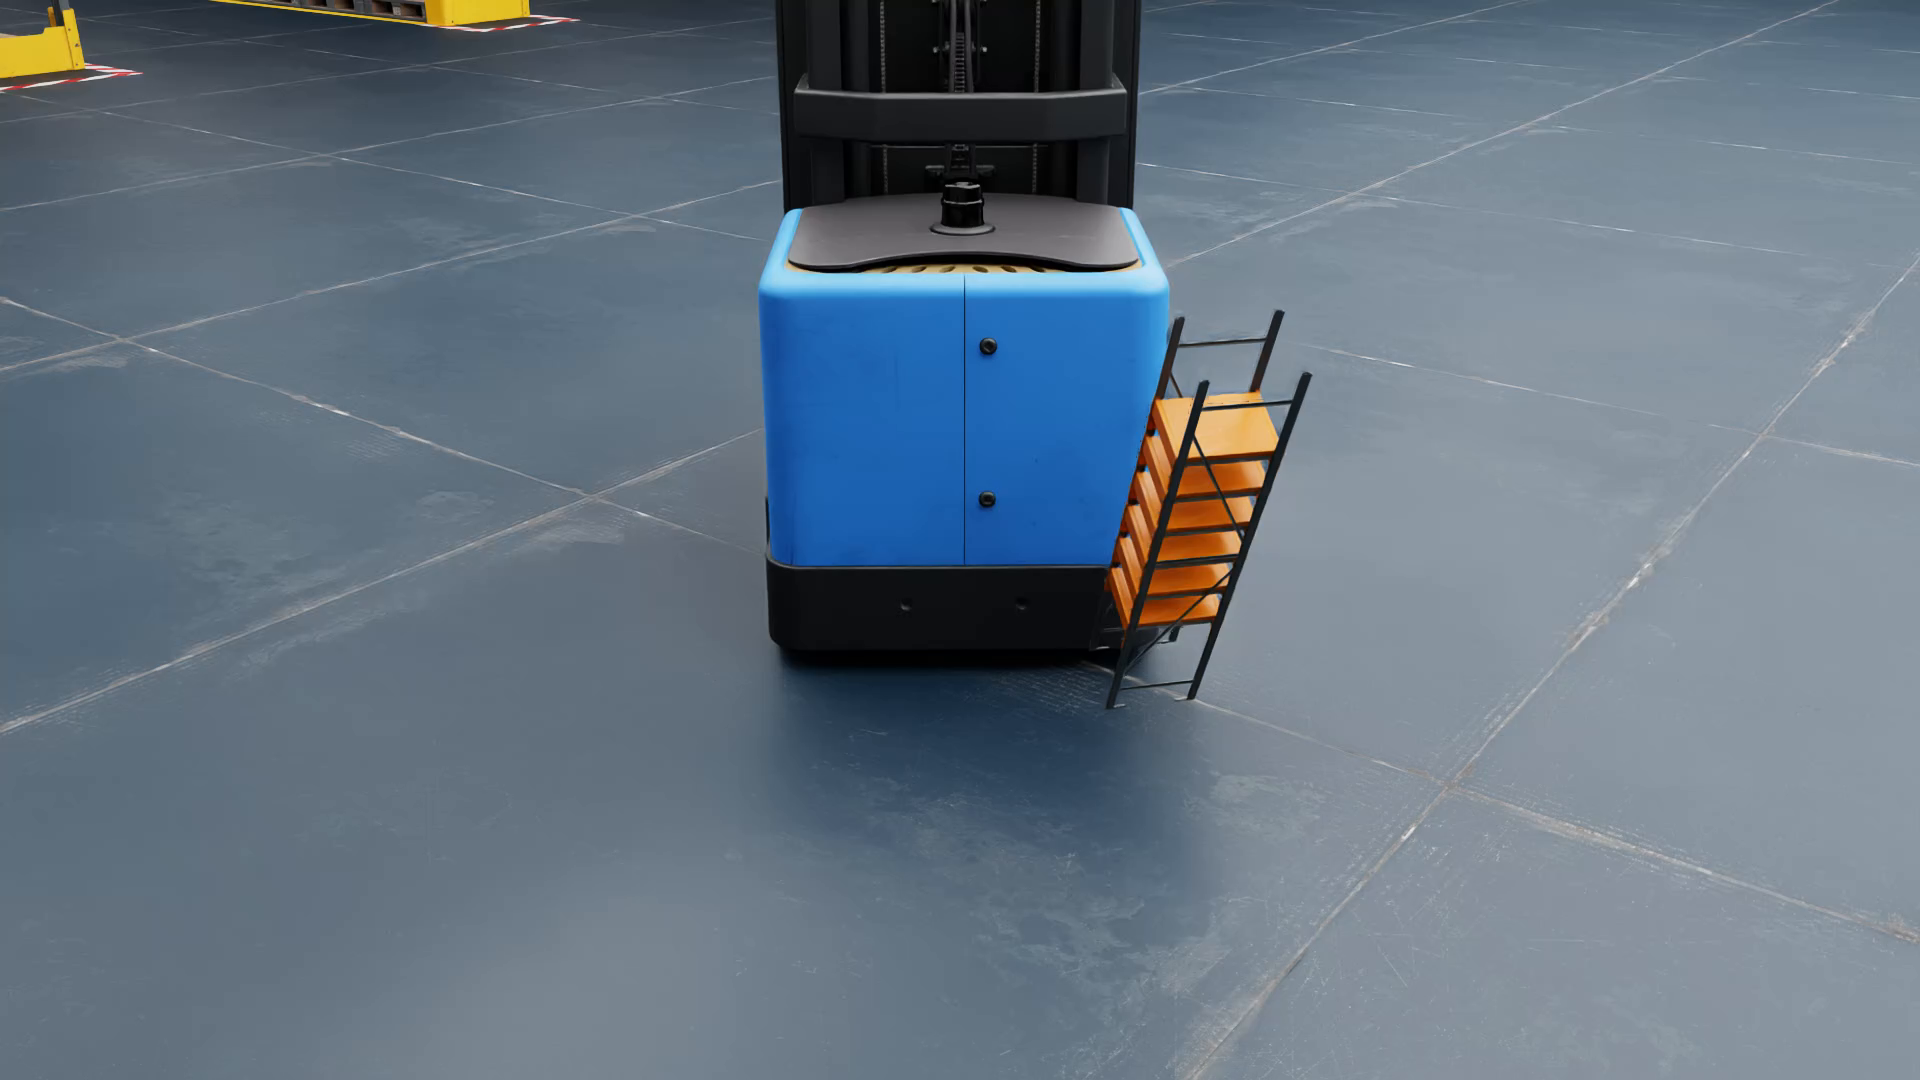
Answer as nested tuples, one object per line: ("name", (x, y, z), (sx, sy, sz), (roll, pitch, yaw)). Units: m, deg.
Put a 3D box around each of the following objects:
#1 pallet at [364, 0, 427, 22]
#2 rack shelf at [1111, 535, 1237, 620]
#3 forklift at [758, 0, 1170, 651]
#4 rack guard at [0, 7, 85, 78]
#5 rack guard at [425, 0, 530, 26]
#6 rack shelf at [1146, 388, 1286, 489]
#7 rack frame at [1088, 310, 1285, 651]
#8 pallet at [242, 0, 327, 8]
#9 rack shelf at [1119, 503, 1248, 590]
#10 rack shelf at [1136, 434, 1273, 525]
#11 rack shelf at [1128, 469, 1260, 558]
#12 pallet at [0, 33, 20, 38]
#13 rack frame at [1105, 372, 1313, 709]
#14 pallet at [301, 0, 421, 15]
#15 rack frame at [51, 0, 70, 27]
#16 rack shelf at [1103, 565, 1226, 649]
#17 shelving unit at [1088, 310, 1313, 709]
("pallet", (-5.850, -5.956, 18.506), (1.213, 0.211, 1.003), (17, 29, 33))
("rack shelf", (0.512, 0.078, 4.003), (0.258, 0.103, 0.180), (-5, 52, -11))
("forklift", (-0.008, -1.594, 5.234), (1.130, 2.935, 3.031), (0, 24, -1))
("rack guard", (-8.220, -4.267, 14.315), (0.348, 0.500, 1.175), (17, 29, 33))
("rack guard", (-5.221, -5.880, 17.976), (0.348, 0.500, 1.175), (17, 29, 33))
("rack shelf", (0.555, -0.222, 3.631), (0.258, 0.103, 0.180), (-5, 52, -11))
("rack frame", (0.509, -0.096, 3.931), (0.240, 1.200, 0.006), (-5, 52, -11))
("pallet", (-7.803, -6.546, 19.845), (1.213, 0.211, 1.003), (17, 29, 33))
("rack shelf", (0.523, 0.003, 3.910), (0.258, 0.103, 0.180), (-5, 52, -11))
("rack shelf", (0.544, -0.147, 3.724), (0.258, 0.103, 0.180), (-5, 52, -11))
("rack shelf", (0.534, -0.072, 3.817), (0.258, 0.103, 0.180), (-5, 52, -11))
("pallet", (-8.867, -4.333, 14.823), (1.213, 0.211, 1.003), (17, 29, 33))
("rack frame", (0.544, 0.046, 3.820), (0.240, 1.200, 0.006), (-5, 52, -11))
("pallet", (-6.822, -6.251, 19.176), (1.213, 0.211, 1.003), (17, 29, 33))
("rack frame", (-8.131, -5.408, 13.803), (0.127, 3.000, 1.000), (17, 29, 33))
("rack shelf", (0.501, 0.153, 4.096), (0.258, 0.103, 0.180), (-5, 52, -11))
("shelving unit", (0.527, -0.025, 3.875), (0.258, 1.200, 0.189), (-5, 52, -11))
